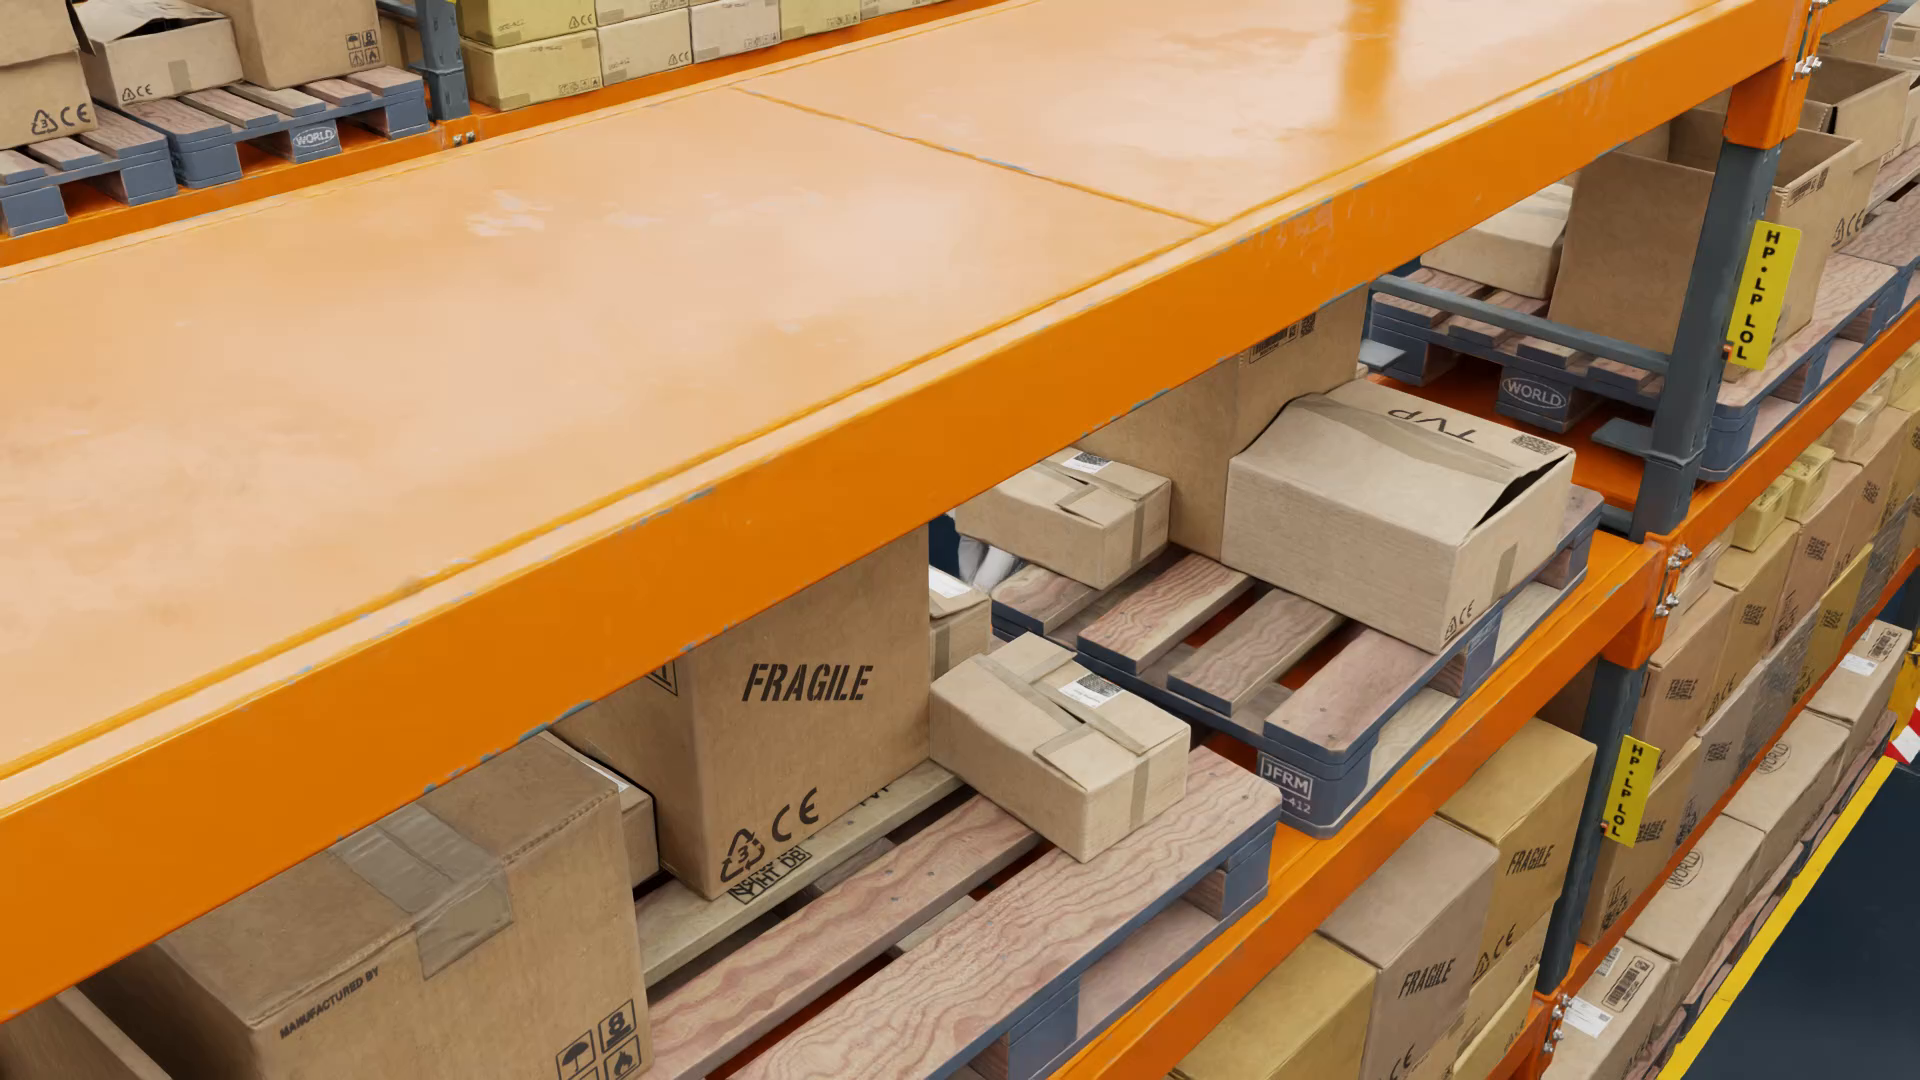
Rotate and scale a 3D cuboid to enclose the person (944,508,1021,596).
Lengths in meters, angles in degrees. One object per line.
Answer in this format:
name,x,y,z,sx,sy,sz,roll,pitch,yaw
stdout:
person,0.075,-0.325,8.151,0.643,1.771,0.592,16,34,25
